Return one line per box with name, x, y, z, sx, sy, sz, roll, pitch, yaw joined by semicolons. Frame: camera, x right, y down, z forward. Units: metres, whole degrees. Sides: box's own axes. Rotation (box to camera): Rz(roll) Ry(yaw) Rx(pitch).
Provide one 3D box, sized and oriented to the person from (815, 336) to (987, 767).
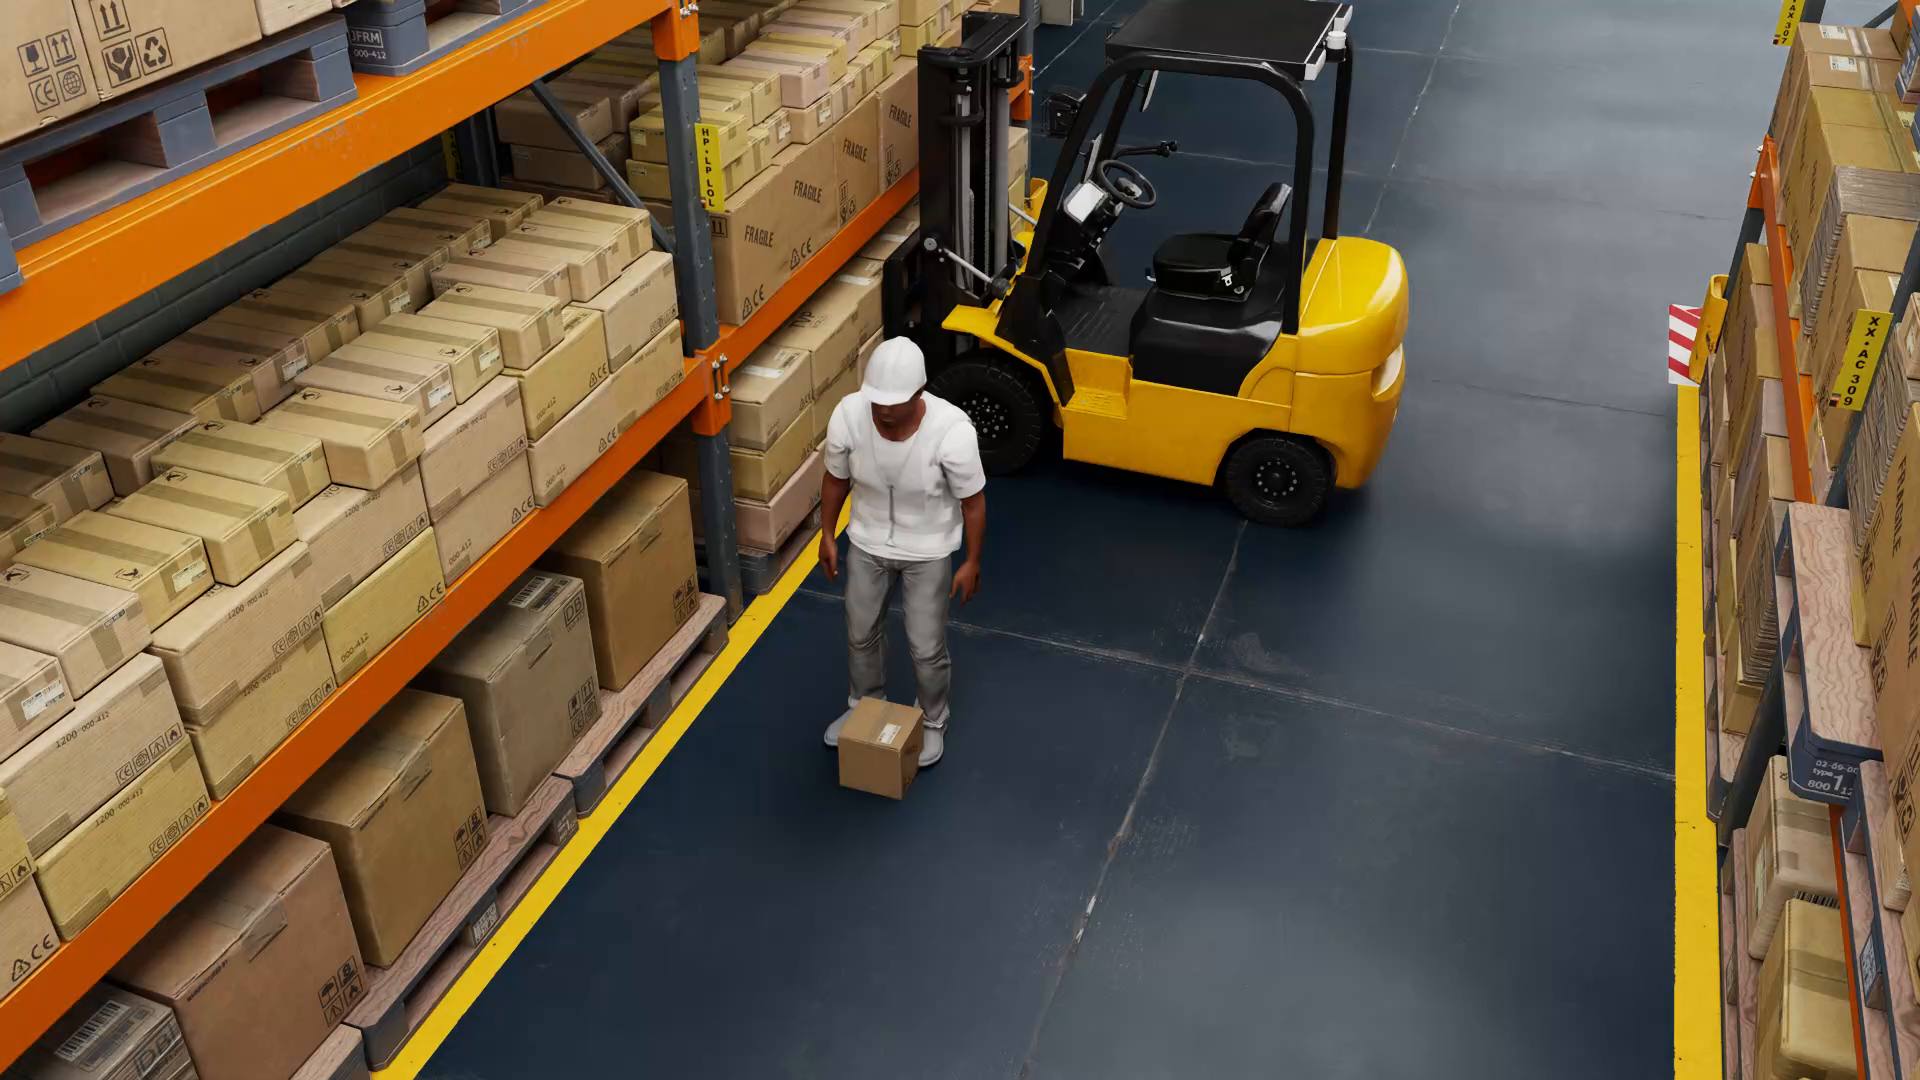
person;-0.220;0.041;6.060;0.637;1.761;0.455;11;35;16
